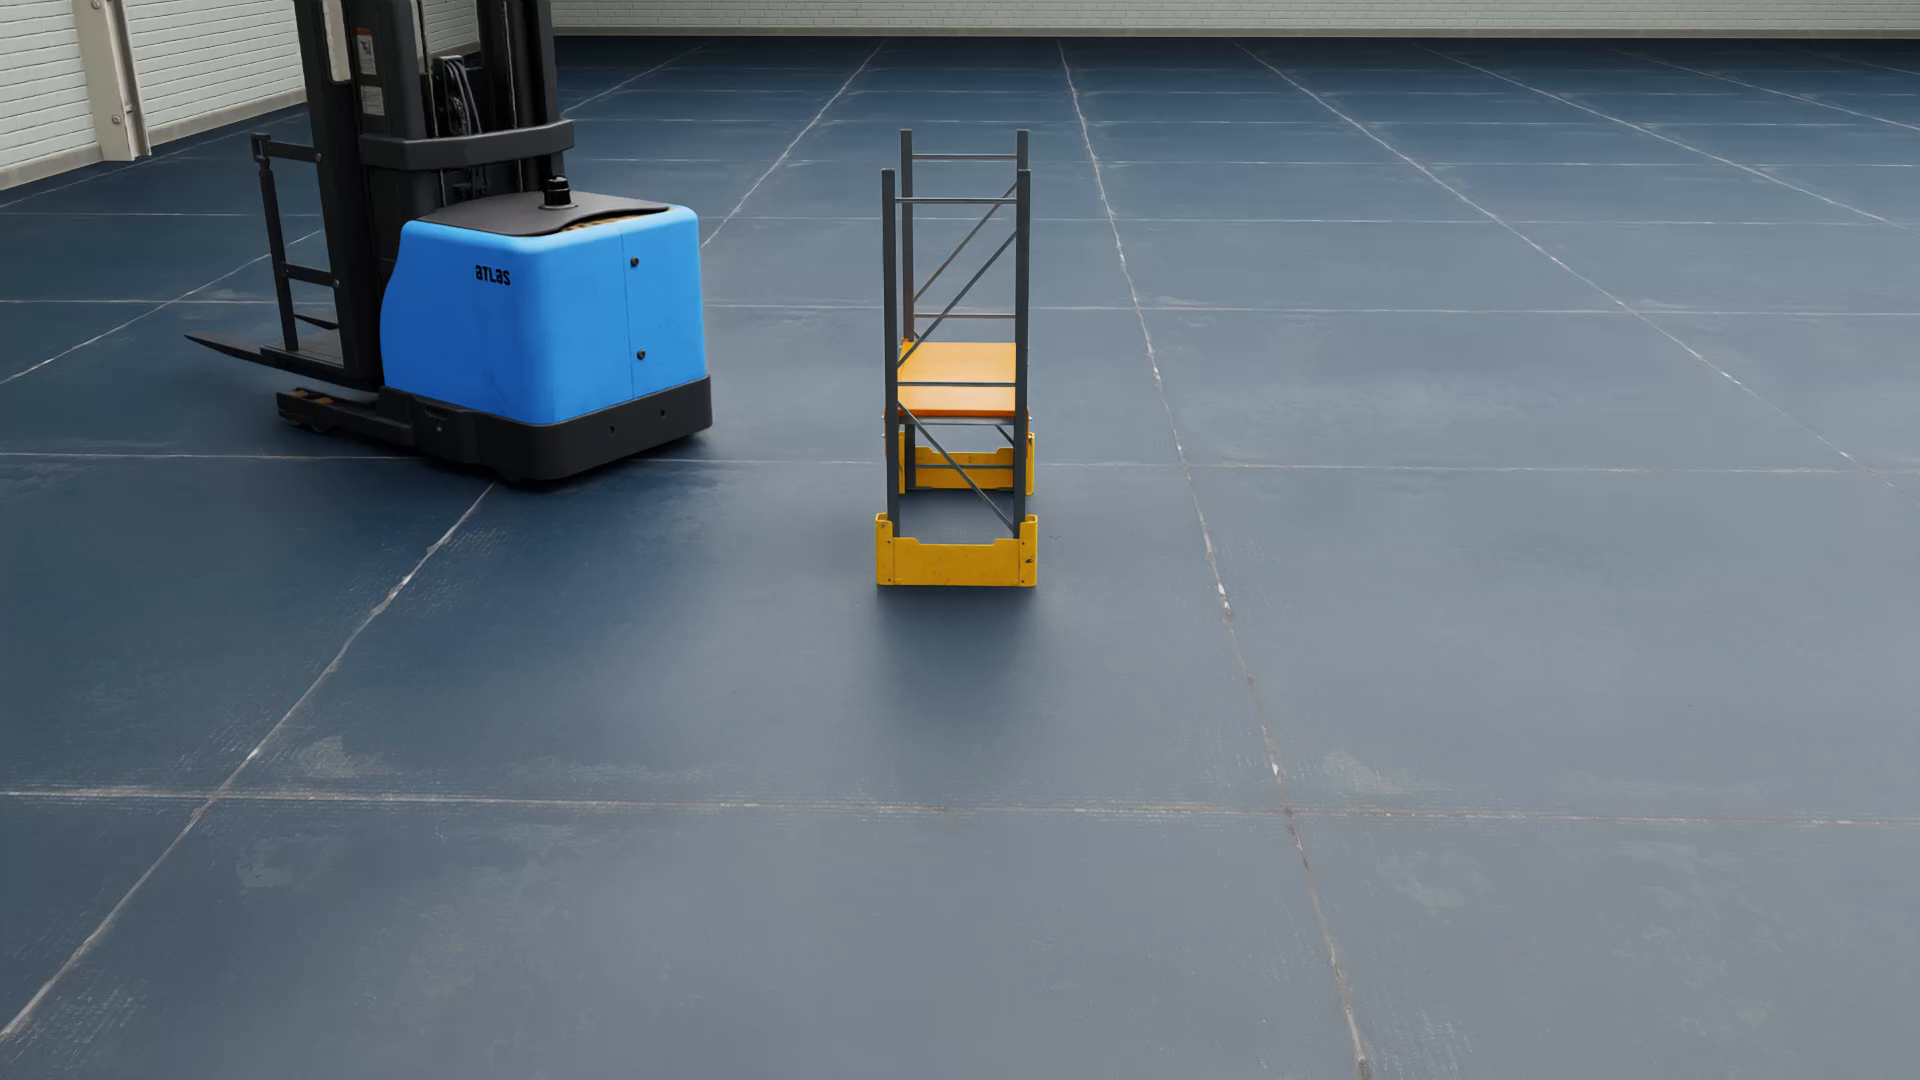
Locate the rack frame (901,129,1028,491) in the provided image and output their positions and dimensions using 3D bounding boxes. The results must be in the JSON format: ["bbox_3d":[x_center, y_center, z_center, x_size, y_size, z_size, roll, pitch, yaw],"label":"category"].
[{"bbox_3d":[0.018,-0.914,6.811,0.500,1.500,0.032,1,21,2],"label":"rack frame"}]

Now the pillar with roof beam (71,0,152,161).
[{"bbox_3d":[-3.736,-7.835,14.282,9.100,9.000,0.400,1,21,2],"label":"pillar with roof beam"}]

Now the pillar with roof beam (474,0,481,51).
[{"bbox_3d":[-3.371,-12.174,25.464,9.100,9.000,0.400,1,21,2],"label":"pillar with roof beam"}]

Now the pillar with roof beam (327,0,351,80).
[{"bbox_3d":[-3.553,-10.005,19.873,9.100,9.000,0.400,1,21,2],"label":"pillar with roof beam"}]

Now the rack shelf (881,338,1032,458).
[{"bbox_3d":[0.003,-0.562,6.402,0.538,0.185,1.000,1,21,2],"label":"rack shelf"}]

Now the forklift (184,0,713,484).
[{"bbox_3d":[-2.637,-2.010,7.656,3.031,2.935,1.130,15,26,33],"label":"forklift"}]

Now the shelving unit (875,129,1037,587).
[{"bbox_3d":[0.002,-0.727,6.329,0.587,1.500,1.083,1,21,2],"label":"shelving unit"}]

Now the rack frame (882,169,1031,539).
[{"bbox_3d":[-0.013,-0.546,5.863,0.500,1.500,0.032,1,21,2],"label":"rack frame"}]

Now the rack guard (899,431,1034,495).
[{"bbox_3d":[0.017,-0.324,7.019,0.587,0.250,0.087,1,21,2],"label":"rack guard"}]

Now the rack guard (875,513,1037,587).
[{"bbox_3d":[-0.013,0.036,6.091,0.587,0.250,0.087,1,21,2],"label":"rack guard"}]
